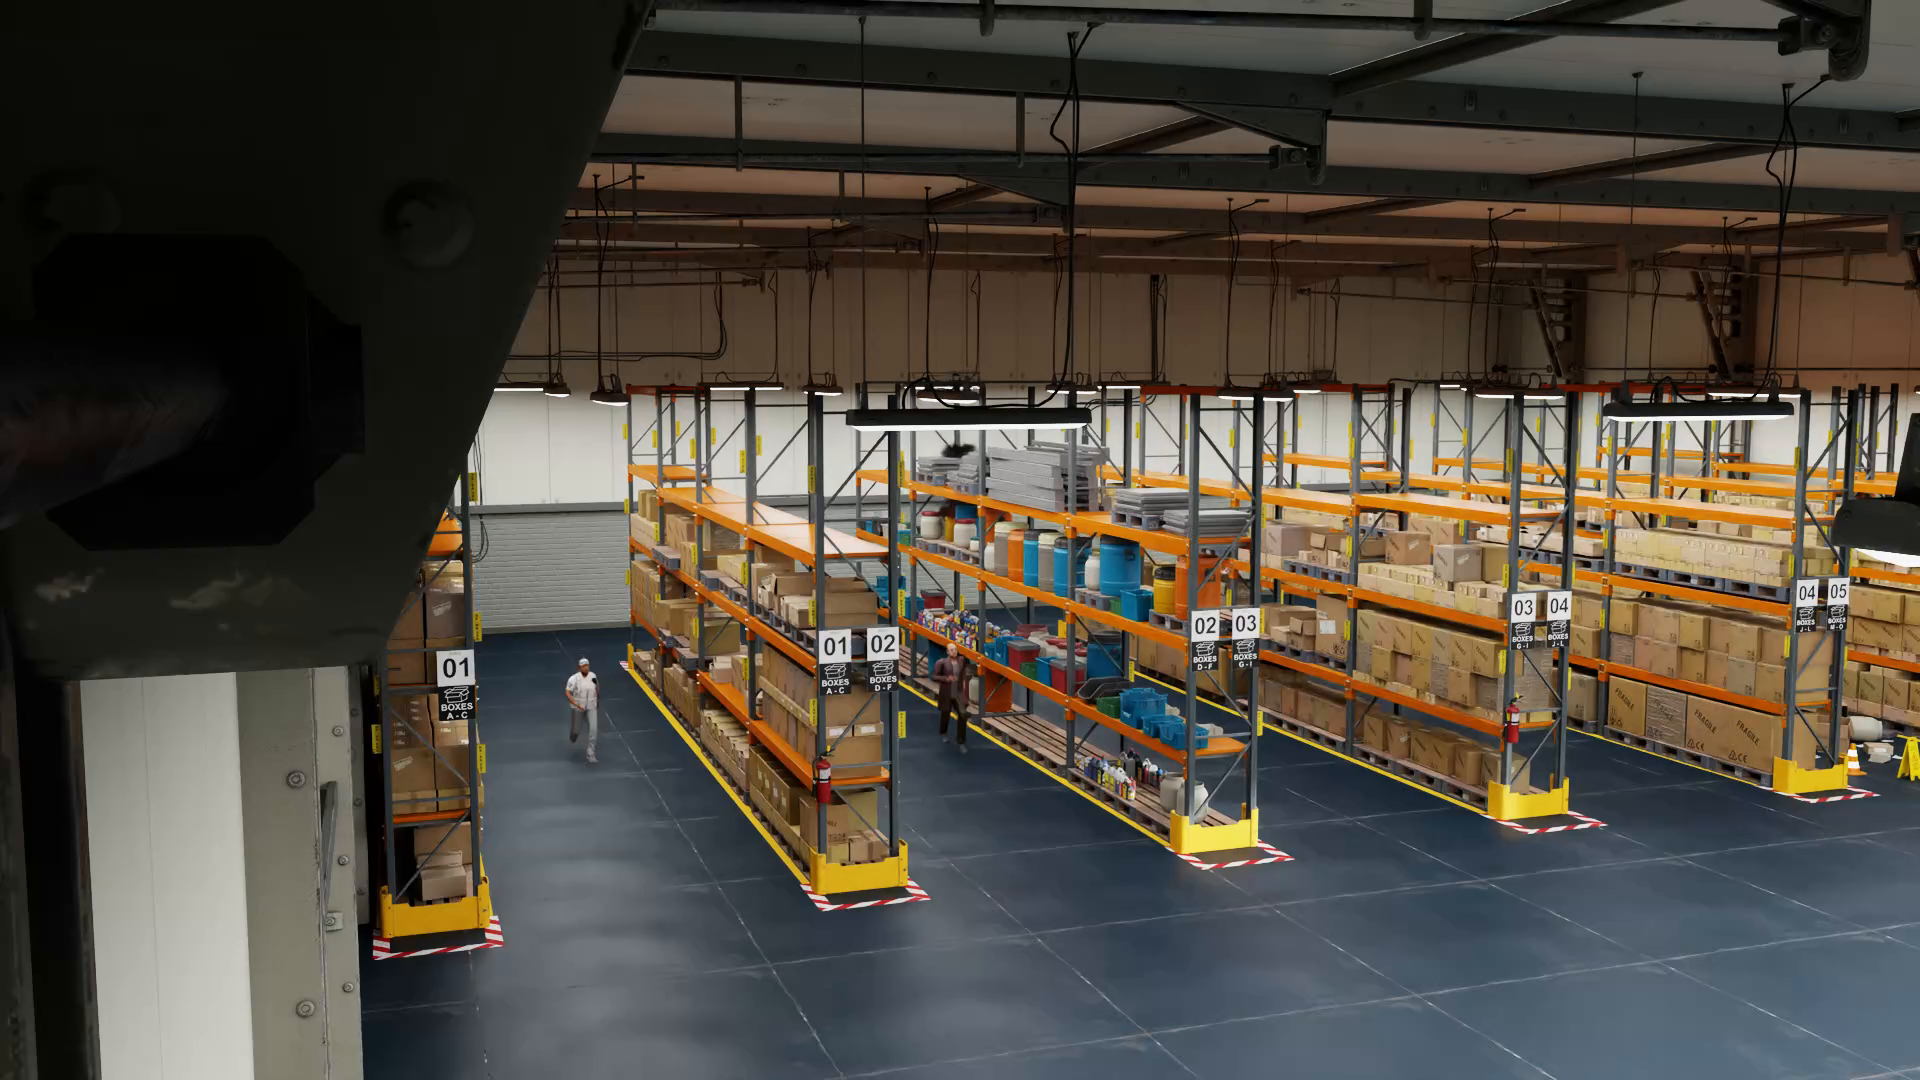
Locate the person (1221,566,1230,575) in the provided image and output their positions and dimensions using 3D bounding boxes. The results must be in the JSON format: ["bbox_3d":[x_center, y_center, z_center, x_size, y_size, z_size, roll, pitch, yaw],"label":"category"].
[{"bbox_3d":[6.356,1.264,40.560,0.720,1.743,0.933,5,8,42],"label":"person"}]

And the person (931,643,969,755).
[{"bbox_3d":[-0.181,2.614,27.664,0.675,1.846,0.959,-2,6,-15],"label":"person"}]

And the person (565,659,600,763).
[{"bbox_3d":[-6.135,2.749,27.101,0.587,1.657,0.973,-3,6,-24],"label":"person"}]
